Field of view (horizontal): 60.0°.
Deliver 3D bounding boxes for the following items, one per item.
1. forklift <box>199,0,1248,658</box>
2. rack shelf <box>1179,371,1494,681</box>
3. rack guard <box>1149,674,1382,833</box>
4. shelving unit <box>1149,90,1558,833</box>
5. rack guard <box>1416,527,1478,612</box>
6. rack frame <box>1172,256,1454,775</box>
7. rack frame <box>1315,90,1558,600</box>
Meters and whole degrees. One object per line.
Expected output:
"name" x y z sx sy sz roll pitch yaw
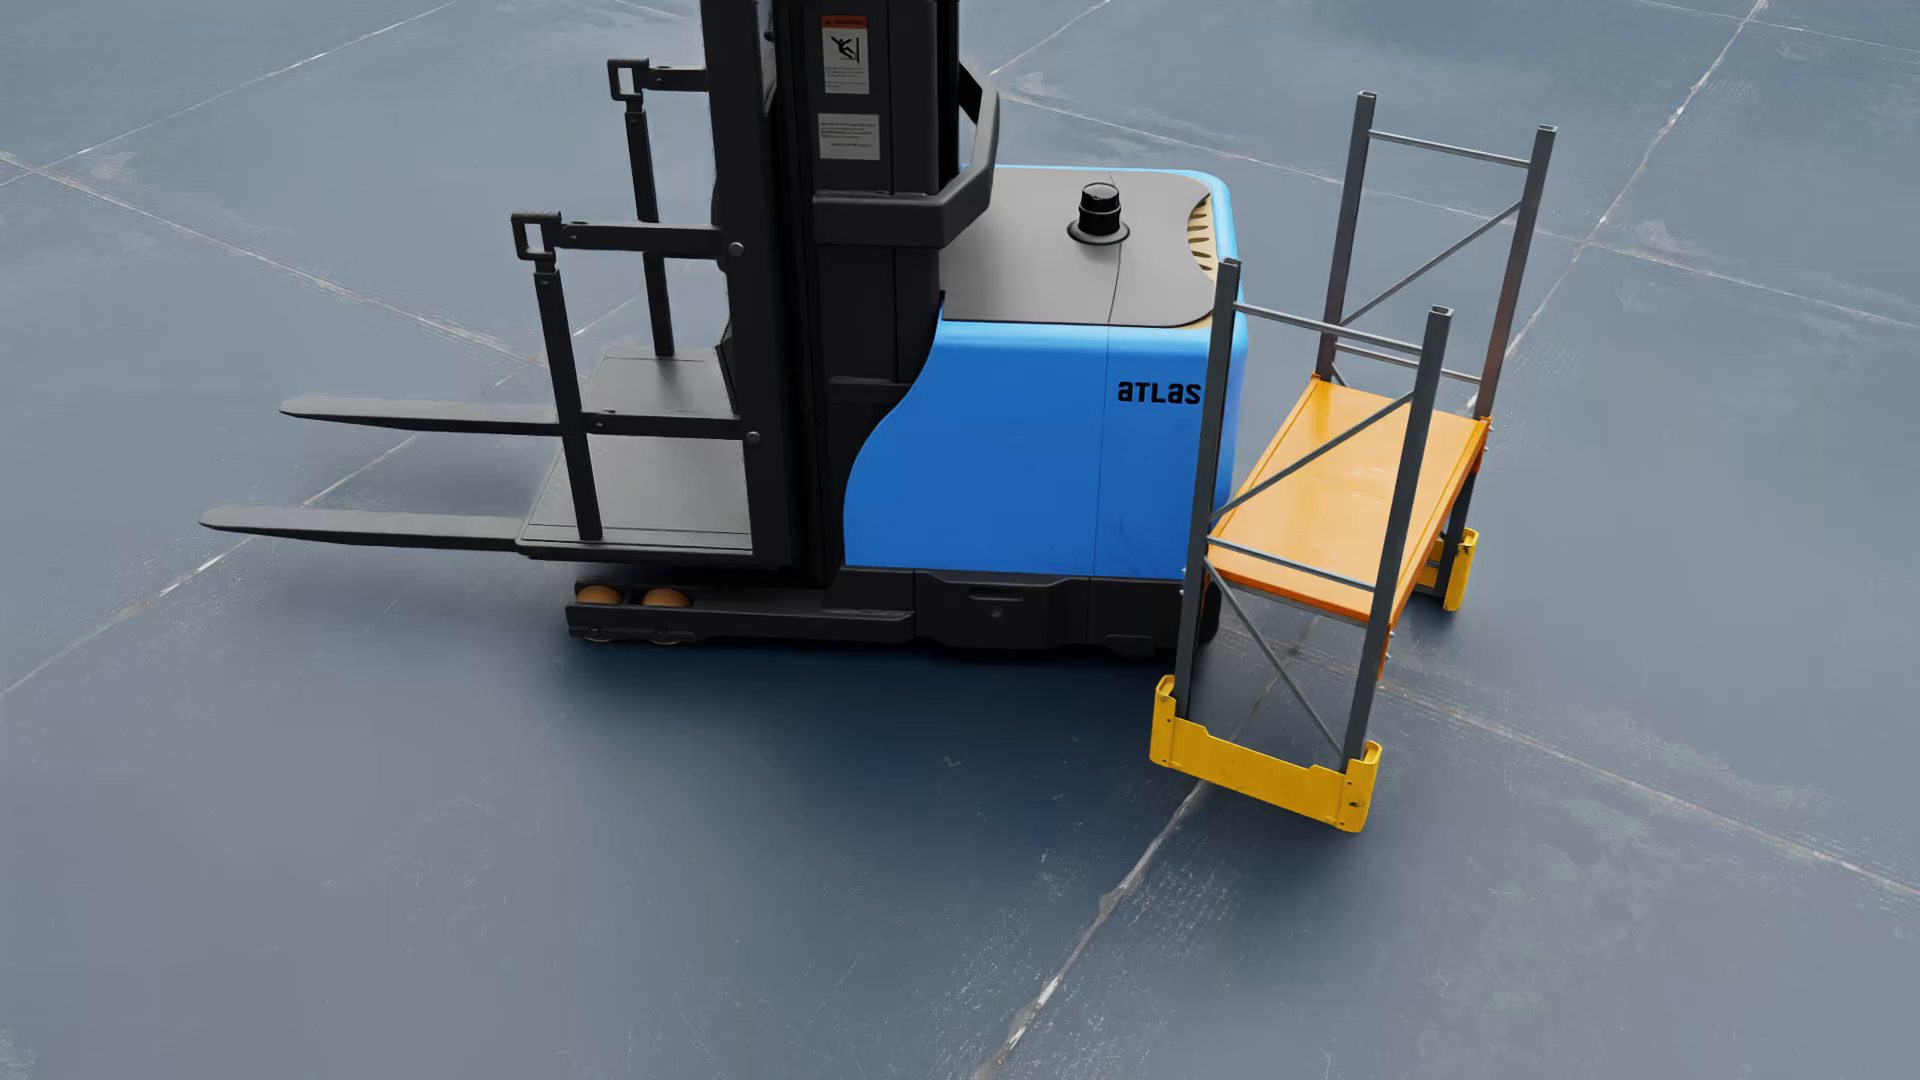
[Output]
"forklift" -0.737 -1.174 4.372 3.031 2.935 1.130 2 38 3
"rack shelf" 1.018 -0.073 4.411 0.538 0.185 1.000 18 41 21
"rack guard" 0.783 0.554 4.327 0.587 0.250 0.087 18 41 21
"shelving unit" 1.014 -0.211 4.295 0.587 1.500 1.083 18 41 21
"rack guard" 1.244 0.014 5.026 0.587 0.250 0.087 18 41 21
"rack frame" 0.783 0.059 3.944 0.500 1.500 0.032 18 41 21
"rack frame" 1.253 -0.491 4.659 0.500 1.500 0.032 18 41 21
